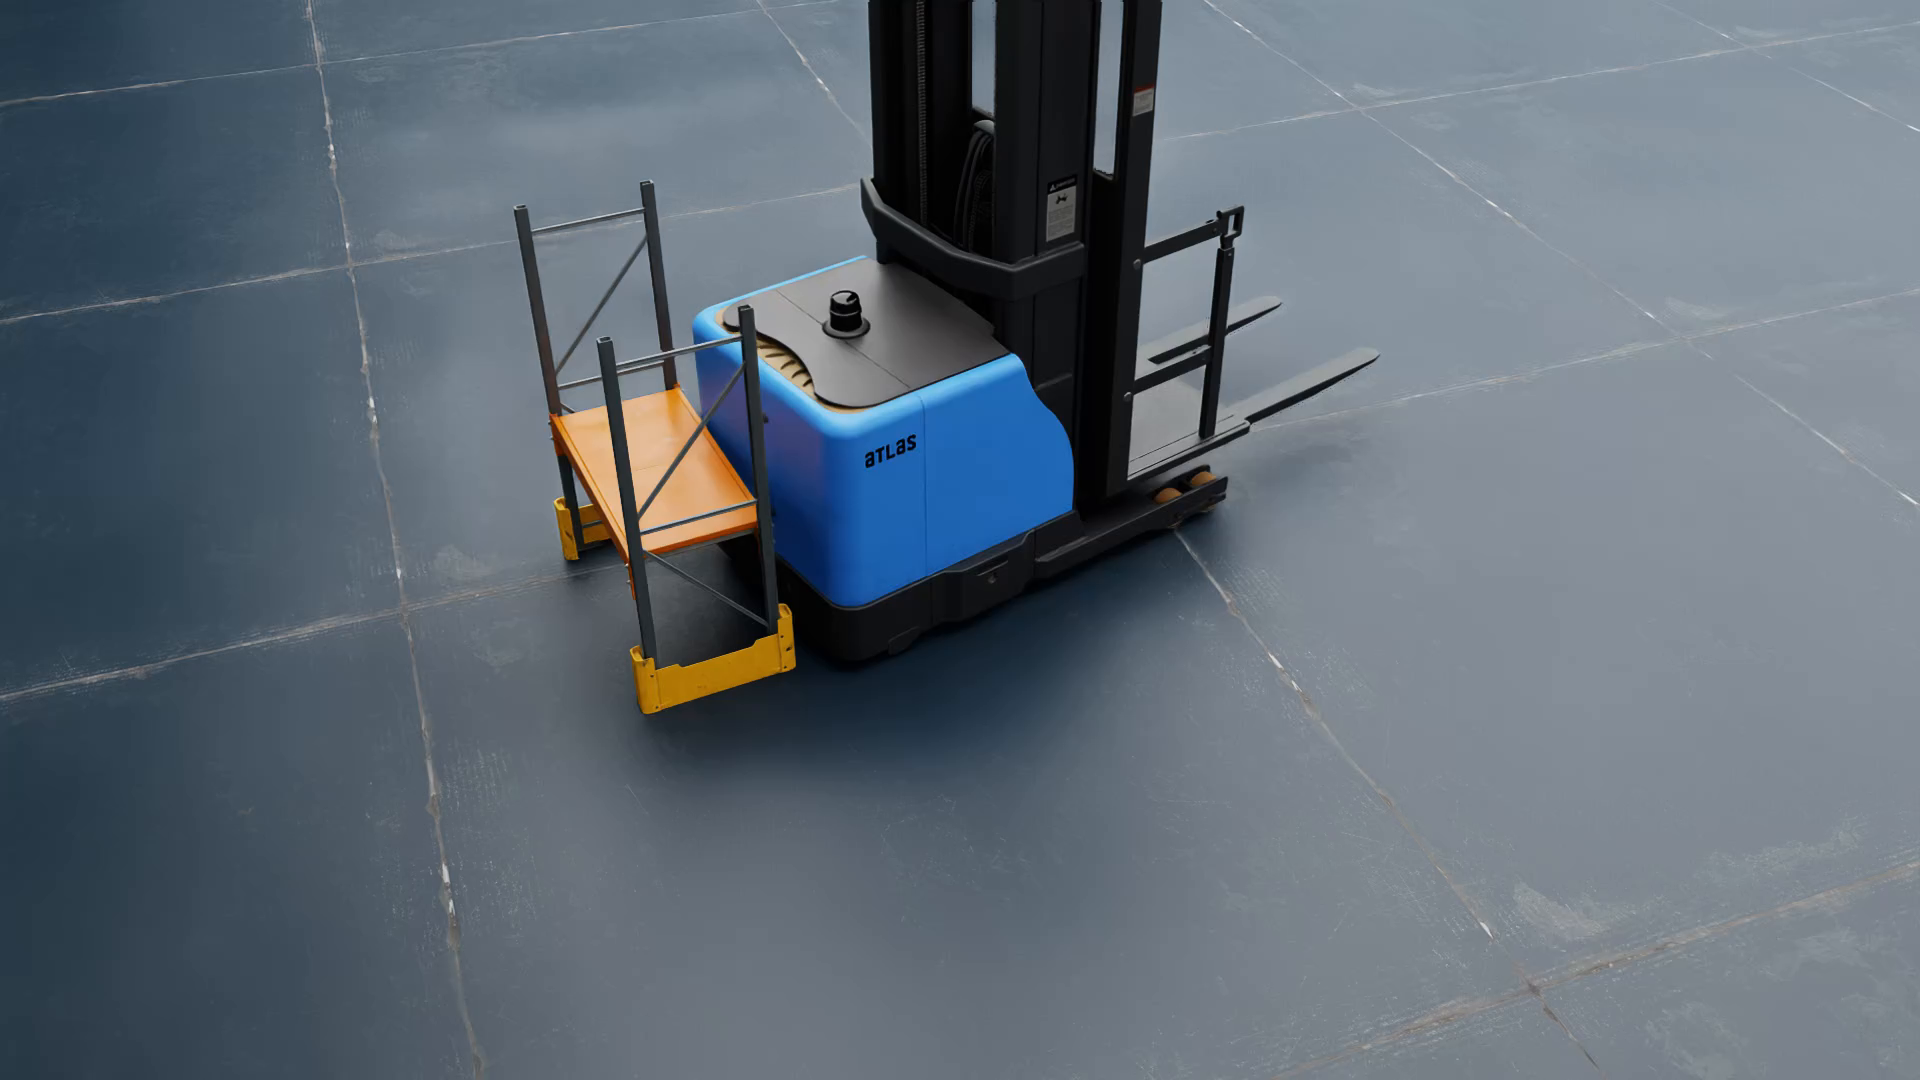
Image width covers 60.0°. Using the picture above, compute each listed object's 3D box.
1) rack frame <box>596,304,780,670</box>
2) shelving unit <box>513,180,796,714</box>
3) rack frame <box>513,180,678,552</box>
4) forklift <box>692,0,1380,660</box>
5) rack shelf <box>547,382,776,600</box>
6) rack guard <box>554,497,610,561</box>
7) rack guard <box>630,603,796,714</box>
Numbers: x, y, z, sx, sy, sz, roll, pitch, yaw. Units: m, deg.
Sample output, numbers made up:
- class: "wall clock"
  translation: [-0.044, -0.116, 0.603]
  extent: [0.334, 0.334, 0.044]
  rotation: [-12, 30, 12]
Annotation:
- class: "rack frame"
  translation: [-0.880, -0.074, 5.601]
  extent: [0.500, 1.500, 0.032]
  rotation: [-16, 40, -21]
- class: "shelving unit"
  translation: [-1.100, -0.343, 5.959]
  extent: [0.587, 1.500, 1.083]
  rotation: [-16, 40, -21]
- class: "rack frame"
  translation: [-1.328, -0.623, 6.330]
  extent: [0.500, 1.500, 0.032]
  rotation: [-16, 40, -21]
- class: "forklift"
  translation: [0.487, -1.447, 6.236]
  extent: [3.031, 2.935, 1.130]
  rotation: [-24, 43, -29]
- class: "rack shelf"
  translation: [-1.104, -0.204, 6.074]
  extent: [0.538, 0.185, 1.000]
  rotation: [-16, 40, -21]
- class: "rack guard"
  translation: [-1.320, -0.113, 6.692]
  extent: [0.587, 0.250, 0.087]
  rotation: [-16, 40, -21]
- class: "rack guard"
  translation: [-0.880, 0.425, 5.978]
  extent: [0.587, 0.250, 0.087]
  rotation: [-16, 40, -21]
